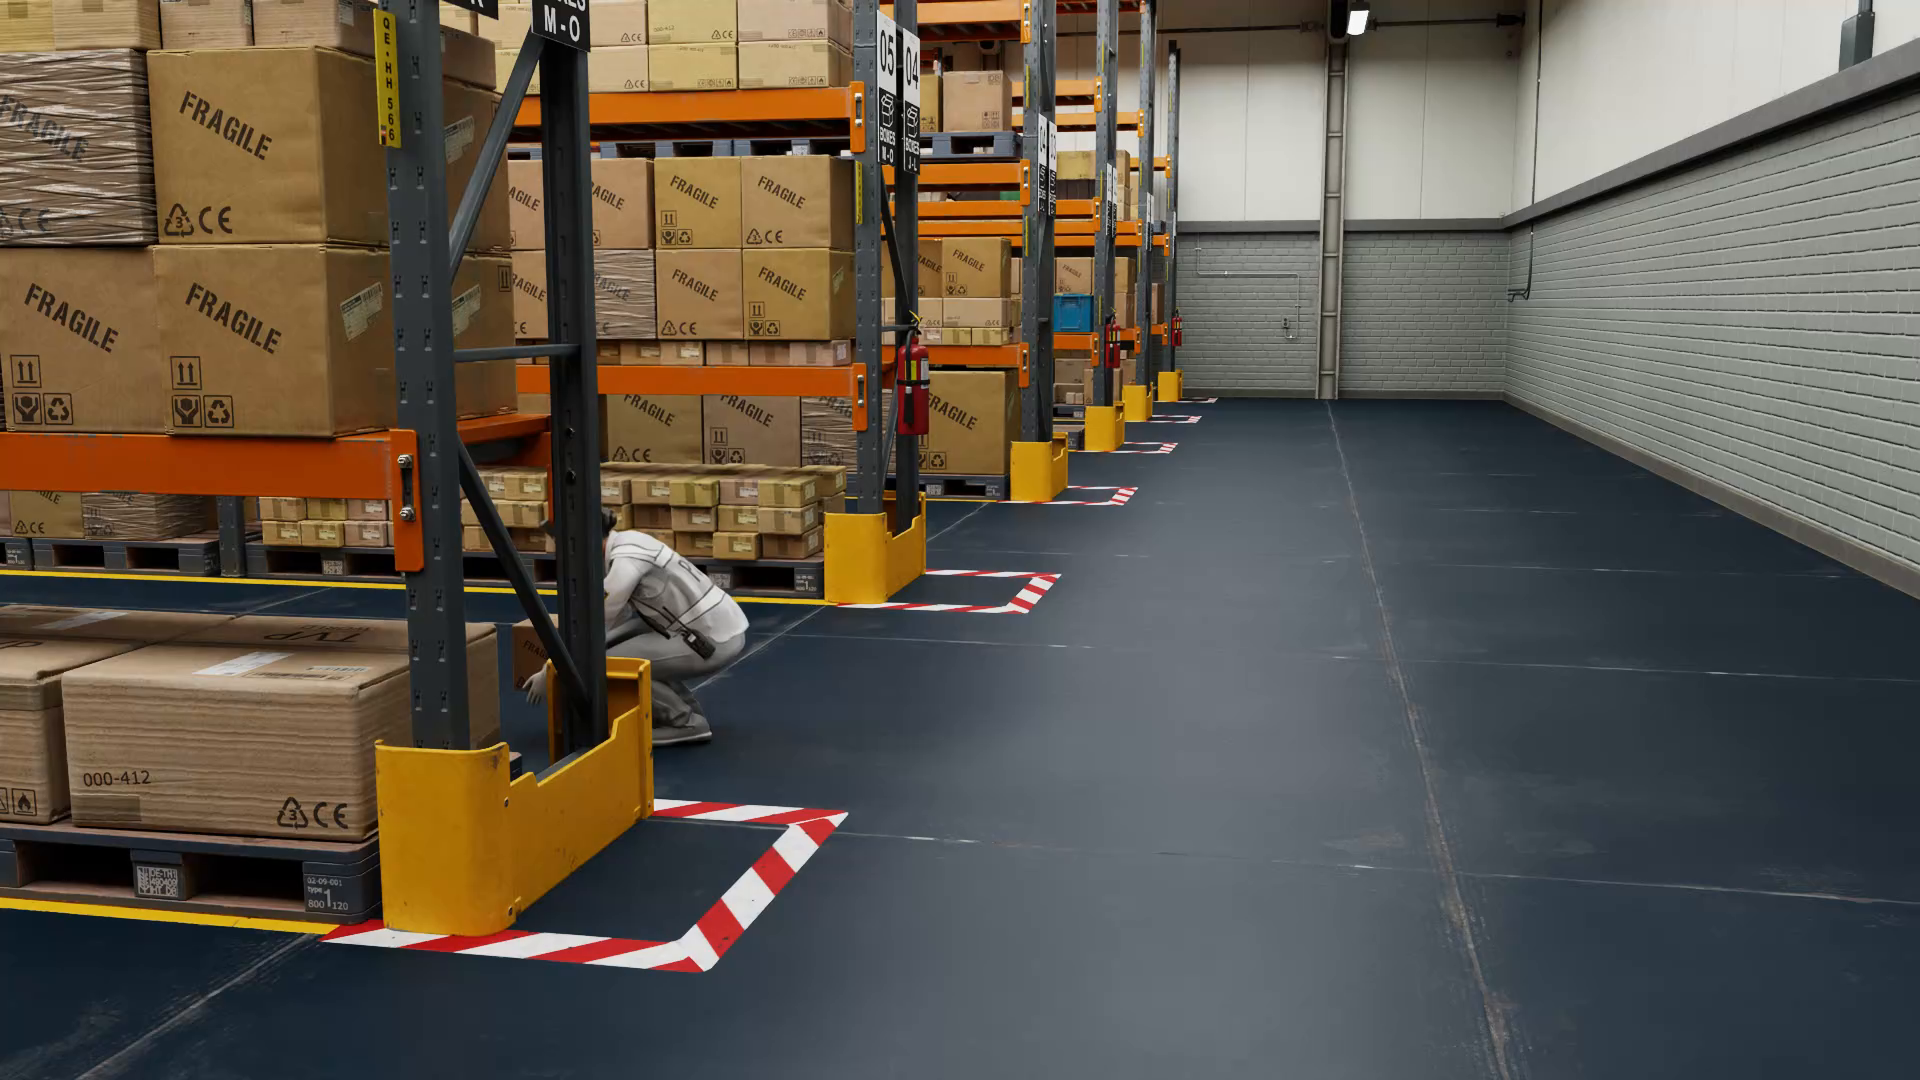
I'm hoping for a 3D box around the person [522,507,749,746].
[{"bbox_3d":[-1.232,0.287,6.362,0.837,0.959,0.515,0,8,-2],"label":"person"}]
